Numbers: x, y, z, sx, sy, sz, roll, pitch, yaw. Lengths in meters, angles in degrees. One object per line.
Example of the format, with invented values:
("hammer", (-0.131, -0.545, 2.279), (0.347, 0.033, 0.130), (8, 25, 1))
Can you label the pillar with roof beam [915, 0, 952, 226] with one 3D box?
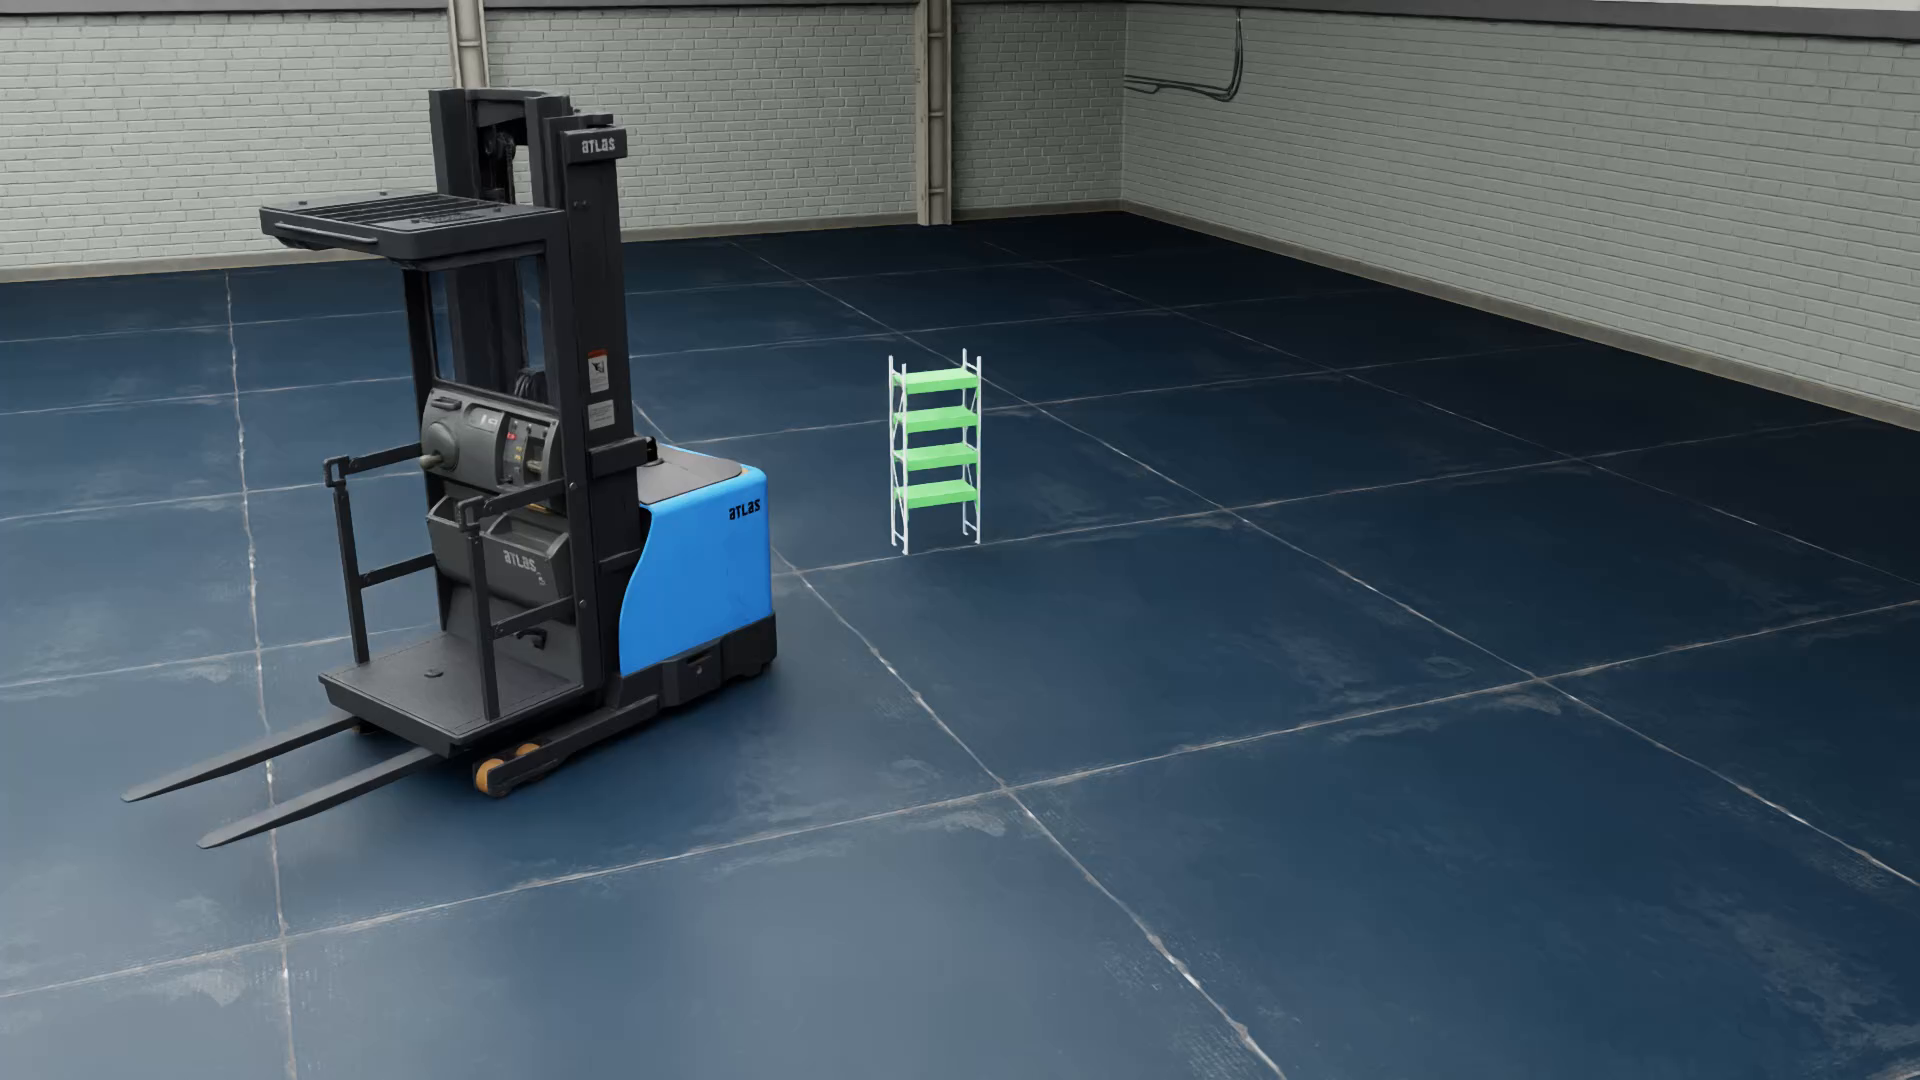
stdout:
("pillar with roof beam", (1.352, -7.286, 17.665), (0.400, 9.000, 9.100), (-8, 21, -22))

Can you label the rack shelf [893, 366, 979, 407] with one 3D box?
("rack shelf", (-0.152, -0.937, 10.123), (0.480, 0.148, 0.258), (-8, 21, -22))

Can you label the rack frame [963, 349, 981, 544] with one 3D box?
("rack frame", (0.072, -0.576, 10.352), (0.015, 1.200, 0.240), (-8, 21, -22))

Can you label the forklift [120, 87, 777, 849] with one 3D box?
("forklift", (-2.257, -0.438, 7.353), (1.130, 2.935, 3.031), (15, 24, 36))

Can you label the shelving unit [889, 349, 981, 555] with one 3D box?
("shelving unit", (-0.152, -0.544, 10.261), (0.503, 1.200, 0.258), (-8, 21, -22))

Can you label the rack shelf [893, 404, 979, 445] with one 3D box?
("rack shelf", (-0.152, -0.710, 10.202), (0.480, 0.148, 0.258), (-8, 21, -22))

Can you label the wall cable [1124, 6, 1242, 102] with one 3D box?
("wall cable", (2.876, -7.118, 21.865), (0.112, 2.526, 3.097), (-8, 21, -22))

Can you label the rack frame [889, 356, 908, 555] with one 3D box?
("rack frame", (-0.376, -0.512, 10.170), (0.015, 1.200, 0.240), (-8, 21, -22))

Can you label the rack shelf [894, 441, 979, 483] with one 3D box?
("rack shelf", (-0.152, -0.484, 10.282), (0.480, 0.148, 0.258), (-8, 21, -22))

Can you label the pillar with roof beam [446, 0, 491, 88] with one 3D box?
("pillar with roof beam", (-4.157, -6.497, 15.423), (0.400, 9.000, 9.100), (-8, 21, -22))

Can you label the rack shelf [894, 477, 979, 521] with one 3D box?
("rack shelf", (-0.152, -0.258, 10.362), (0.480, 0.148, 0.258), (-8, 21, -22))
